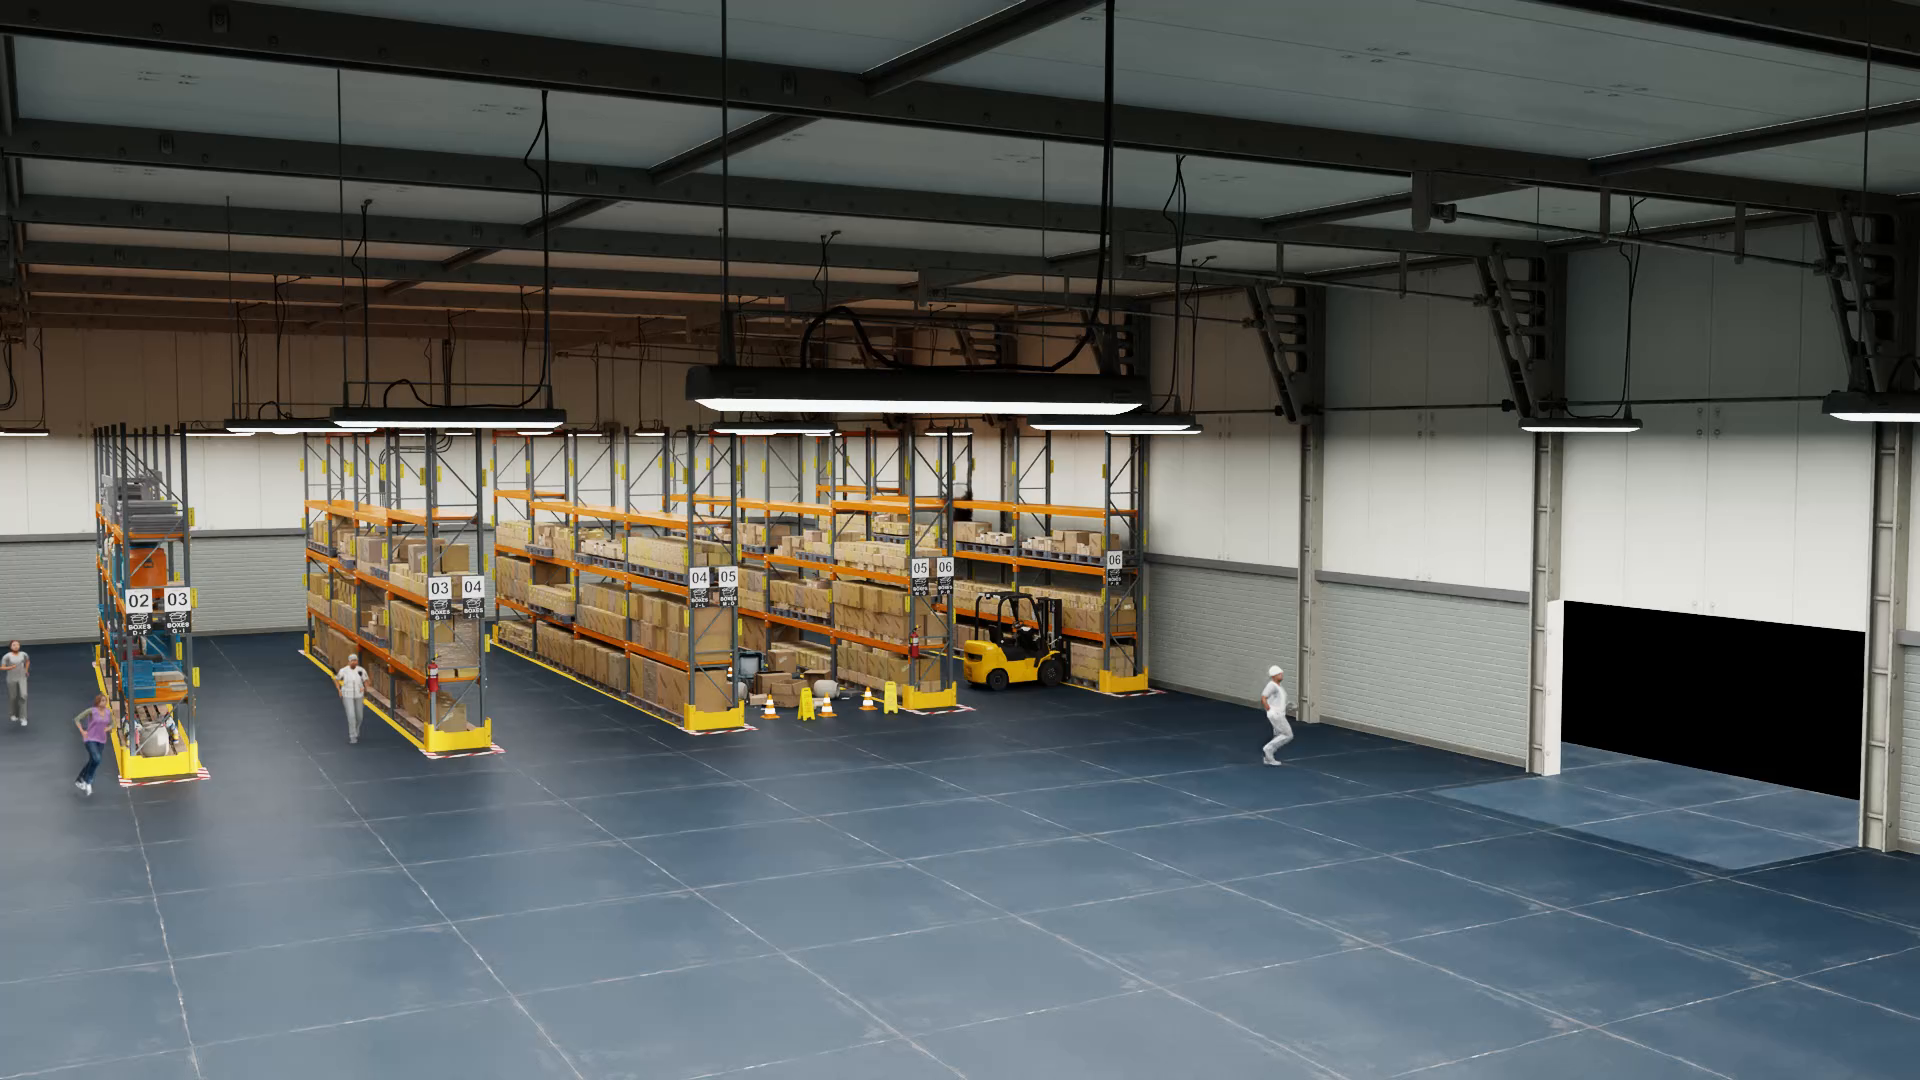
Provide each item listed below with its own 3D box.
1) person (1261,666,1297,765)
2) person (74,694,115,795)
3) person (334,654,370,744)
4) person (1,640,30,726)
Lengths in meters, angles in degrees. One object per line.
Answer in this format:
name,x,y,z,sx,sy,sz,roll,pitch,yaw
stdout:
person,5.600,3.081,29.140,0.597,1.739,0.675,1,4,16
person,-14.071,3.305,27.060,0.625,1.605,0.540,2,4,27
person,-11.507,2.983,31.522,0.627,1.658,0.787,-2,4,-30
person,-18.941,2.847,33.381,0.554,1.703,0.814,-3,4,-39
